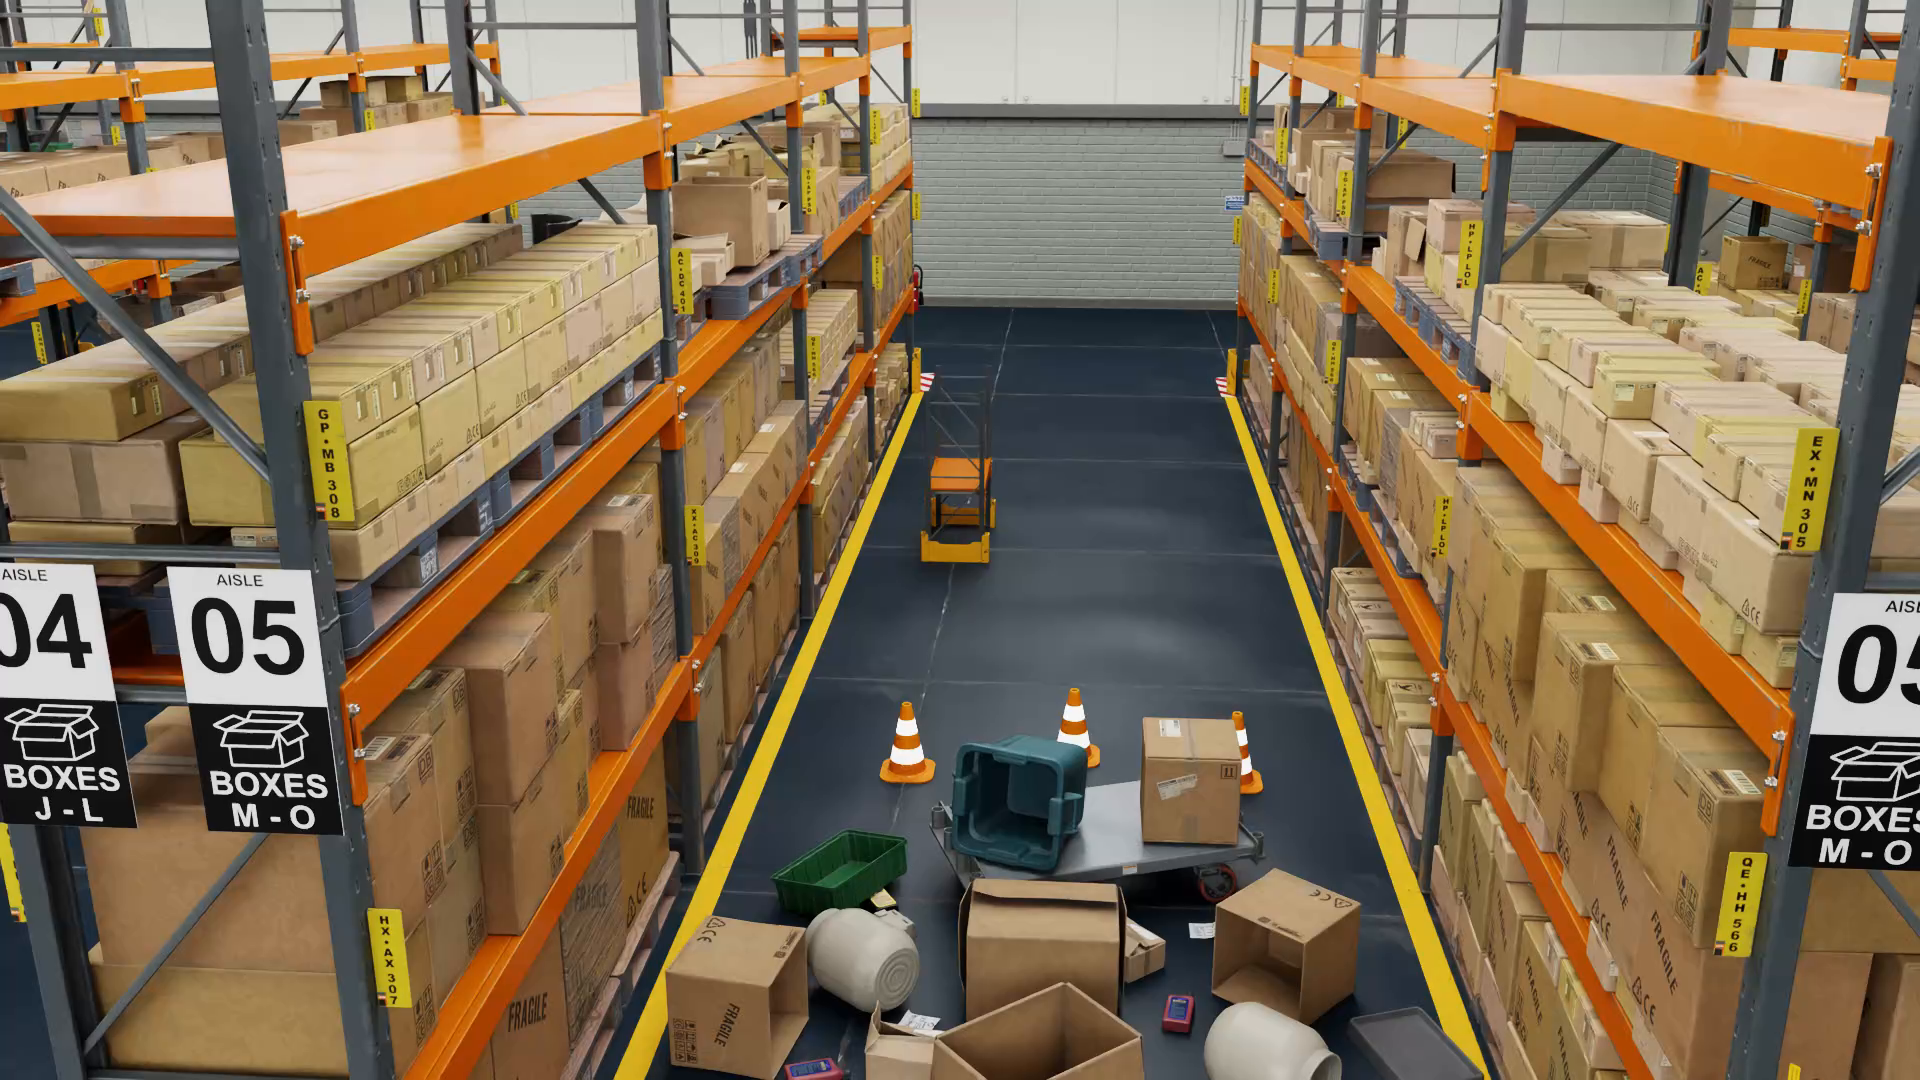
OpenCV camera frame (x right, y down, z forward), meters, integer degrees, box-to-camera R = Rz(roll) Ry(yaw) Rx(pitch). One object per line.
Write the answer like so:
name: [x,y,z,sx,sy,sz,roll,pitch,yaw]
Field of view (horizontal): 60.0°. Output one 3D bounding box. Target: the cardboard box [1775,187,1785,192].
cardboard box: [8.339,-3.541,16.497,0.380,0.149,0.250,1,18,4]

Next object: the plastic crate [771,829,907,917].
plastic crate: [-0.637,1.807,9.014,0.450,0.188,0.662,0,15,35]

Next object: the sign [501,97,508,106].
sign: [-5.471,-5.246,20.004,0.100,0.325,0.005,1,18,4]

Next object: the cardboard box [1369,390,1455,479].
cardboard box: [2.975,-0.675,10.853,0.500,0.500,0.500,2,18,5]

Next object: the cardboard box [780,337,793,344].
cardboard box: [-1.360,-1.571,13.675,0.380,0.149,0.250,1,18,2]

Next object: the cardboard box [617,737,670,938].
cardboard box: [-2.046,1.419,8.513,0.875,0.875,0.875,2,18,5]

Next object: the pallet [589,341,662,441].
pallet: [-2.001,-0.714,7.611,1.003,0.211,1.213,1,18,4]

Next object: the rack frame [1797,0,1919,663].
rack frame: [2.726,-1.114,3.872,1.000,3.000,0.127,1,18,4]

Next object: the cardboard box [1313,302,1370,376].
cardboard box: [3.104,-1.597,13.213,0.500,0.500,0.500,2,18,5]

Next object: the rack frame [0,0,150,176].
rack frame: [-6.585,-3.820,12.130,1.000,3.000,0.127,1,18,4]

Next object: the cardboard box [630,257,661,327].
cardboard box: [-1.711,-1.169,7.784,0.500,0.250,0.500,1,18,3]

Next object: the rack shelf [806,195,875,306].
rack shelf: [-1.501,-2.532,14.171,1.077,0.370,4.000,1,18,4]

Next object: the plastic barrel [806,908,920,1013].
plastic barrel: [-0.483,2.026,8.061,0.512,0.421,0.421,17,25,41]

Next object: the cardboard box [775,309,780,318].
cardboard box: [-1.880,-2.154,15.454,0.380,0.149,0.250,1,18,4]

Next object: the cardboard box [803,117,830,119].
cardboard box: [-1.542,-4.278,17.142,0.380,0.149,0.250,1,18,2]

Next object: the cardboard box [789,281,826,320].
cardboard box: [-1.605,-2.415,16.838,0.500,0.500,0.500,1,18,4]

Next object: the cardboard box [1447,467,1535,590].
cardboard box: [2.765,-0.038,7.978,0.700,0.500,0.500,1,18,3]

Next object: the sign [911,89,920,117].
sign: [-0.519,-5.140,19.552,0.100,0.325,0.005,1,18,4]

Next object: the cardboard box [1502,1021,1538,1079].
cardboard box: [2.593,2.263,6.941,0.500,0.250,0.500,1,18,2]

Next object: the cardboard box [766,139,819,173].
cardboard box: [-1.325,-3.024,13.127,0.396,0.266,0.258,1,18,4]

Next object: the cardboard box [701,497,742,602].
cardboard box: [-1.590,0.053,9.782,0.500,0.500,0.500,1,18,4]

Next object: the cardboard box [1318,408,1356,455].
cardboard box: [3.077,-0.840,12.910,0.500,0.250,0.500,1,18,2]

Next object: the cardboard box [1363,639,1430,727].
cardboard box: [3.144,0.941,10.780,0.950,0.372,0.625,2,18,6]

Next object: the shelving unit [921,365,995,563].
shelving unit: [-0.005,-0.689,14.617,0.587,1.500,1.083,1,18,4]

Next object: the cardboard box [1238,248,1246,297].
cardboard box: [3.552,-3.138,19.521,0.500,0.500,0.500,1,18,3]

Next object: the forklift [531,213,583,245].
forklift: [-3.691,-1.148,13.719,3.031,2.935,1.130,-8,20,-23]

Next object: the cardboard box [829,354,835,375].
cardboard box: [-1.298,-1.535,14.518,0.380,0.149,0.250,1,18,2]

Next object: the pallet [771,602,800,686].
pallet: [-1.777,0.741,12.323,1.003,0.211,1.213,1,18,4]

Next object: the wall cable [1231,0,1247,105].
wall cable: [4.000,-7.857,24.448,0.463,3.000,0.029,1,18,4]

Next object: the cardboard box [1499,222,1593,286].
cardboard box: [2.927,-1.480,8.569,0.500,0.250,0.500,2,18,5]

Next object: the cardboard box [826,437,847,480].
cardboard box: [-1.269,-0.715,14.424,0.500,0.250,0.500,1,18,4]

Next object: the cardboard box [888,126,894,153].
cardboard box: [-0.973,-4.281,17.790,0.500,0.250,0.500,0,18,2]

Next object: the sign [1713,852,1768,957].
sign: [2.174,1.017,4.634,0.100,0.325,0.005,1,18,4]

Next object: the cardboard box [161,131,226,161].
cardboard box: [-6.460,-3.278,14.453,0.797,0.503,0.637,1,18,3]

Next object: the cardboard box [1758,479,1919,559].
cardboard box: [2.456,-0.060,4.595,0.380,0.149,0.250,1,18,4]

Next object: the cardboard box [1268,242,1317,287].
cardboard box: [3.345,-2.666,16.475,0.500,0.500,0.500,1,18,3]

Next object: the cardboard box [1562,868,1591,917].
cardboard box: [2.562,1.336,6.432,0.380,0.149,0.250,1,18,3]

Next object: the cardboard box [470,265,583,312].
cardboard box: [-1.731,-1.004,6.642,0.380,0.149,0.250,1,18,3]

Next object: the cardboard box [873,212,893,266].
cardboard box: [-0.994,-3.185,17.583,0.500,0.500,0.500,2,18,5]

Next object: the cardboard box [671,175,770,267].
cardboard box: [-1.490,-2.001,10.400,0.500,0.500,0.500,1,18,4]

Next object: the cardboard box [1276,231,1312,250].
cardboard box: [3.291,-2.924,16.222,0.380,0.149,0.250,1,18,3]

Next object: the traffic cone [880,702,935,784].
traffic cone: [-0.329,1.238,10.402,0.336,0.463,0.334,1,18,4]

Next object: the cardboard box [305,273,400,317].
cardboard box: [-2.406,-0.939,6.442,0.380,0.149,0.250,1,18,4]

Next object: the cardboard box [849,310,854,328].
cardboard box: [-1.207,-2.081,15.709,0.380,0.149,0.250,1,18,4]

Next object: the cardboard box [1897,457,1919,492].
cardboard box: [2.957,-0.133,4.817,0.380,0.149,0.250,1,18,4]

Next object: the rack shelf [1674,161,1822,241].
rack shelf: [8.681,-3.586,17.387,1.077,0.370,4.000,1,18,4]

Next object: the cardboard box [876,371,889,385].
cardboard box: [-0.989,-1.784,18.500,0.380,0.149,0.250,1,18,4]

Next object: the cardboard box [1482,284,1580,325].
cardboard box: [2.665,-1.100,7.769,0.380,0.149,0.250,1,18,3]

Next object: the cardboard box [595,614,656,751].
cardboard box: [-1.963,0.630,7.943,0.875,0.550,0.550,1,18,4]

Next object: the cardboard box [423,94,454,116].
cardboard box: [-6.156,-4.839,19.062,0.700,0.500,0.500,1,18,2]

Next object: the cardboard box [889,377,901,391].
cardboard box: [-0.884,-1.805,19.041,0.380,0.149,0.250,2,18,5]

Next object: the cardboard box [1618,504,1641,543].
cardboard box: [2.592,-0.084,5.948,0.380,0.149,0.250,1,18,2]

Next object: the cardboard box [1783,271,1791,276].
cardboard box: [9.018,-2.884,18.672,0.500,0.250,0.500,1,18,4]

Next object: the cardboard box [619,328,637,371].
cardboard box: [-1.674,-0.859,7.479,0.380,0.149,0.250,2,18,5]

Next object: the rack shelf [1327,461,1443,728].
rack shelf: [3.156,0.215,10.605,1.077,0.370,4.000,1,18,4]

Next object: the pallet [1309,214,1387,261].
pallet: [3.293,-2.285,12.565,1.213,0.211,1.003,2,18,6]

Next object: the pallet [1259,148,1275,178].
pallet: [3.746,-4.006,17.655,1.003,0.211,1.213,1,18,4]
